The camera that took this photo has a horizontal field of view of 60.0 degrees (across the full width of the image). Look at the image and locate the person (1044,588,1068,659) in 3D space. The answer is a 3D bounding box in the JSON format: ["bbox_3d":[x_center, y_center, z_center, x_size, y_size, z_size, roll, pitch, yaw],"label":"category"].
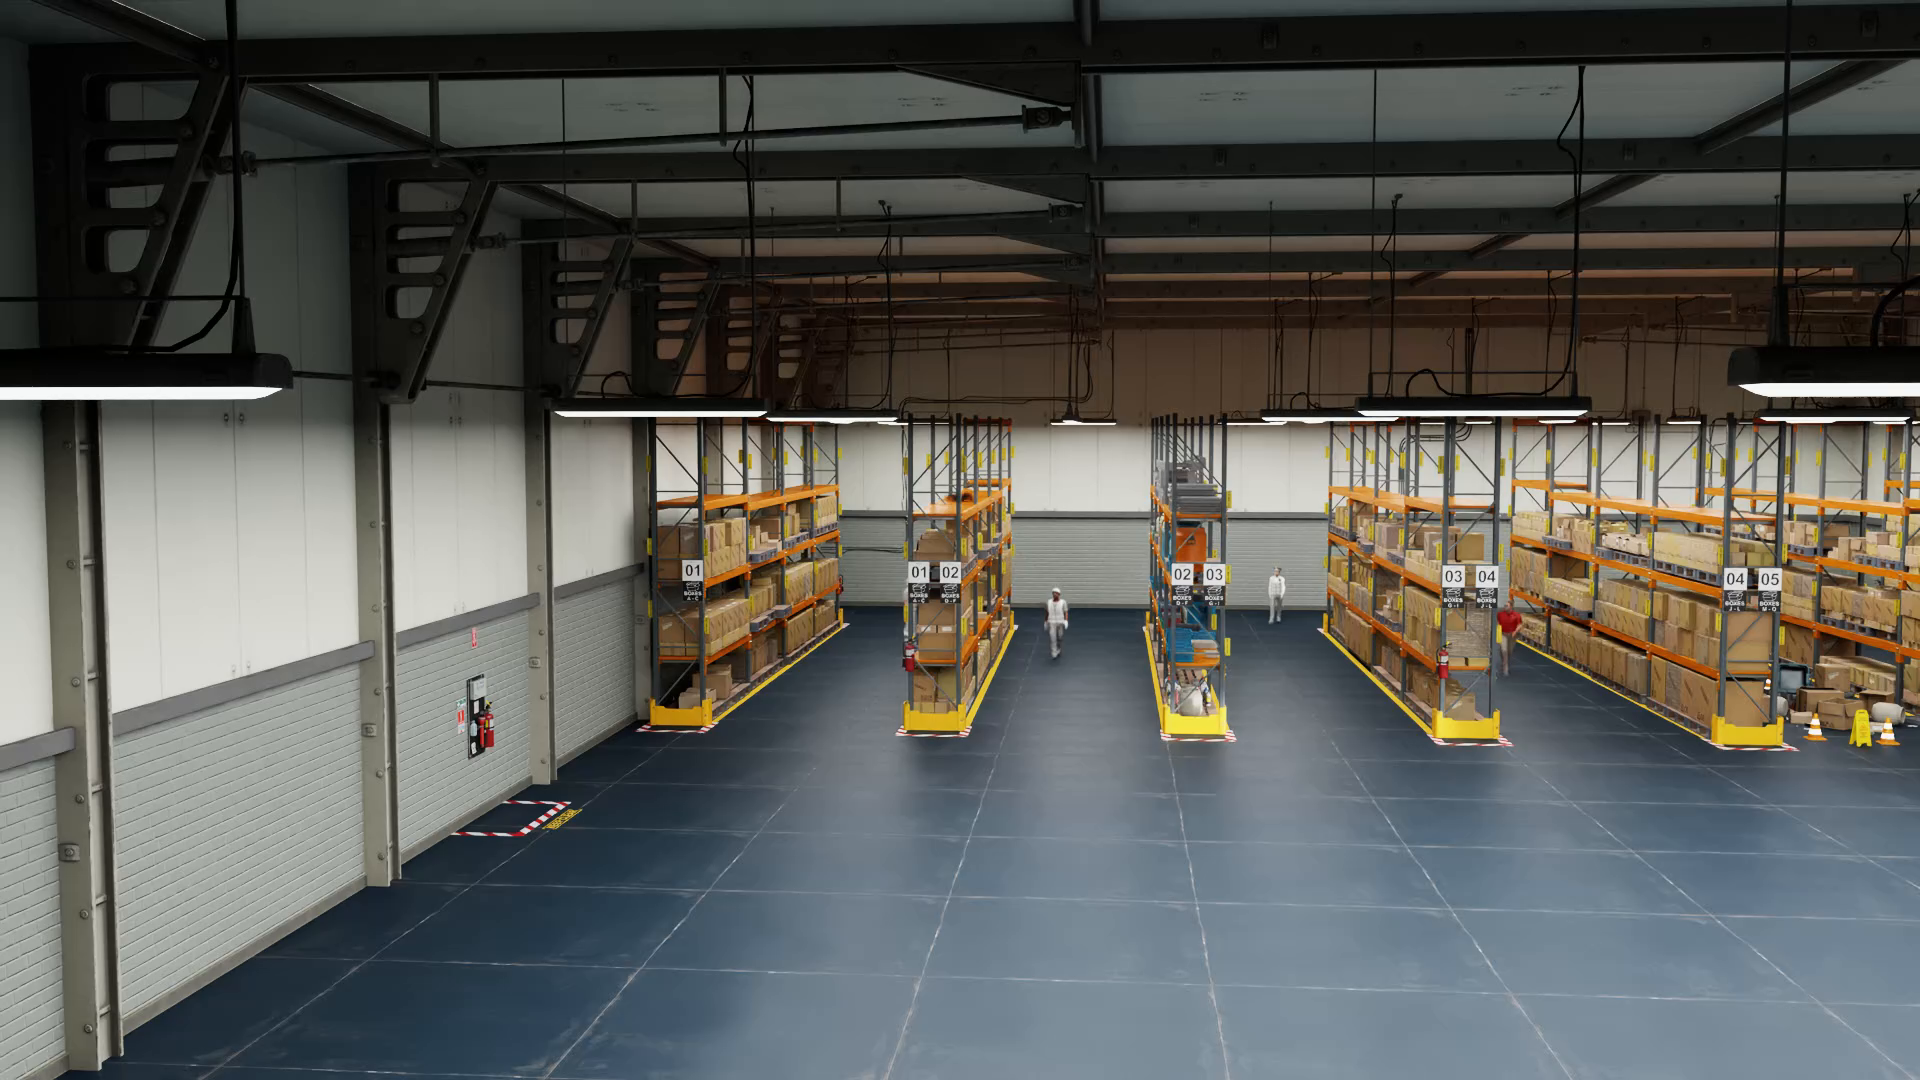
[{"bbox_3d":[2.408,2.075,41.396,0.569,1.746,1.019,0,4,-6],"label":"person"}]

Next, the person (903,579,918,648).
[{"bbox_3d":[-1.240,1.895,43.583,0.508,1.809,0.570,1,4,18],"label":"person"}]

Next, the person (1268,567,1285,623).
[{"bbox_3d":[9.270,1.604,48.677,0.491,1.628,0.988,1,4,15],"label":"person"}]

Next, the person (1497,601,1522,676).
[{"bbox_3d":[12.830,2.284,38.831,0.490,1.716,0.995,0,4,4],"label":"person"}]
